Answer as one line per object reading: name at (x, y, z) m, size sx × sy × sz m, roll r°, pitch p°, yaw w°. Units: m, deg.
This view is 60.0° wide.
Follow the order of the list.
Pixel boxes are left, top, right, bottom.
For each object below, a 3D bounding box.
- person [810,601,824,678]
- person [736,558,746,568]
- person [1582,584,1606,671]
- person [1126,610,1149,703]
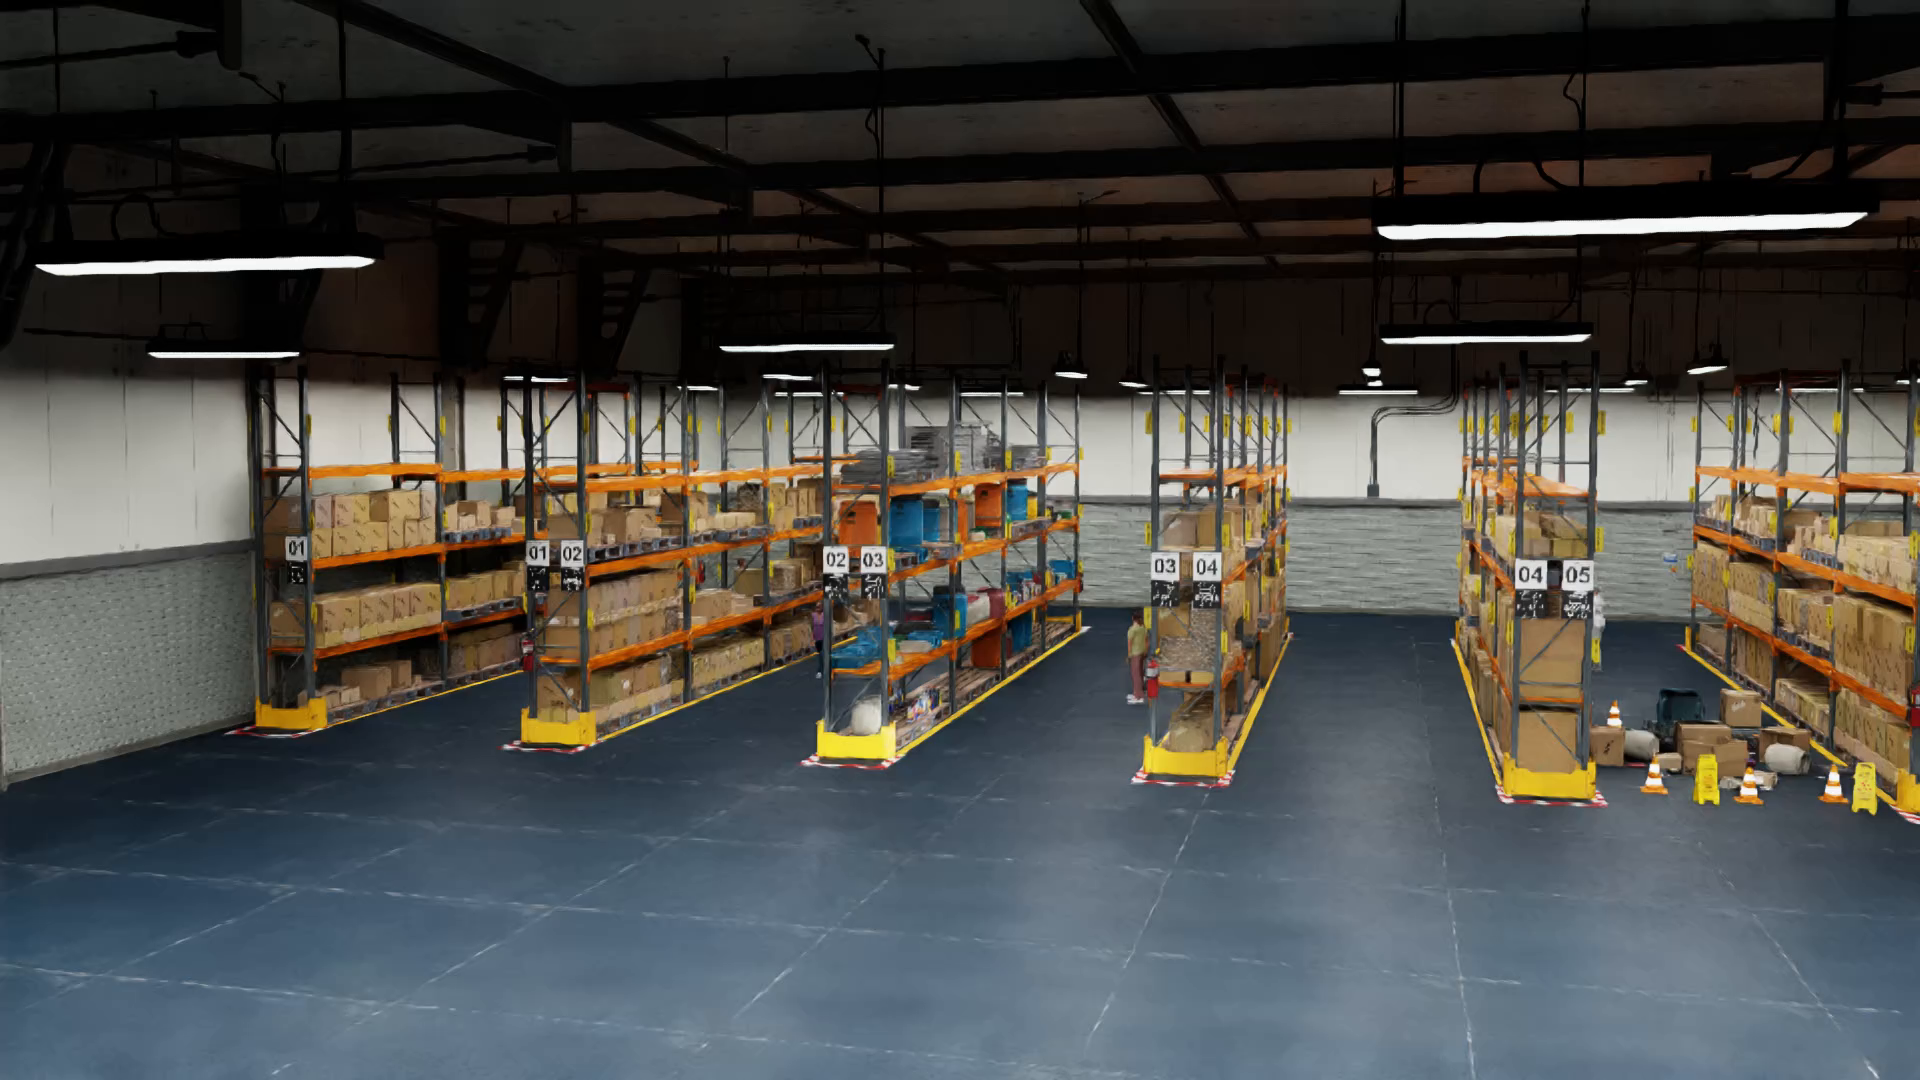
person at (-2.779, 1.968, 33.085) m, size 0.417 × 1.478 × 1.037 m, roll 1°, pitch 4°, yaw 17°
person at (-5.636, 1.248, 42.744) m, size 0.393 × 1.600 × 0.507 m, roll 3°, pitch 5°, yaw 33°
person at (12.945, 1.771, 34.024) m, size 0.562 × 1.754 × 0.623 m, roll 4°, pitch 5°, yaw 43°
person at (3.170, 2.083, 30.005) m, size 0.560 × 1.668 × 0.569 m, roll -4°, pitch 6°, yaw -44°
